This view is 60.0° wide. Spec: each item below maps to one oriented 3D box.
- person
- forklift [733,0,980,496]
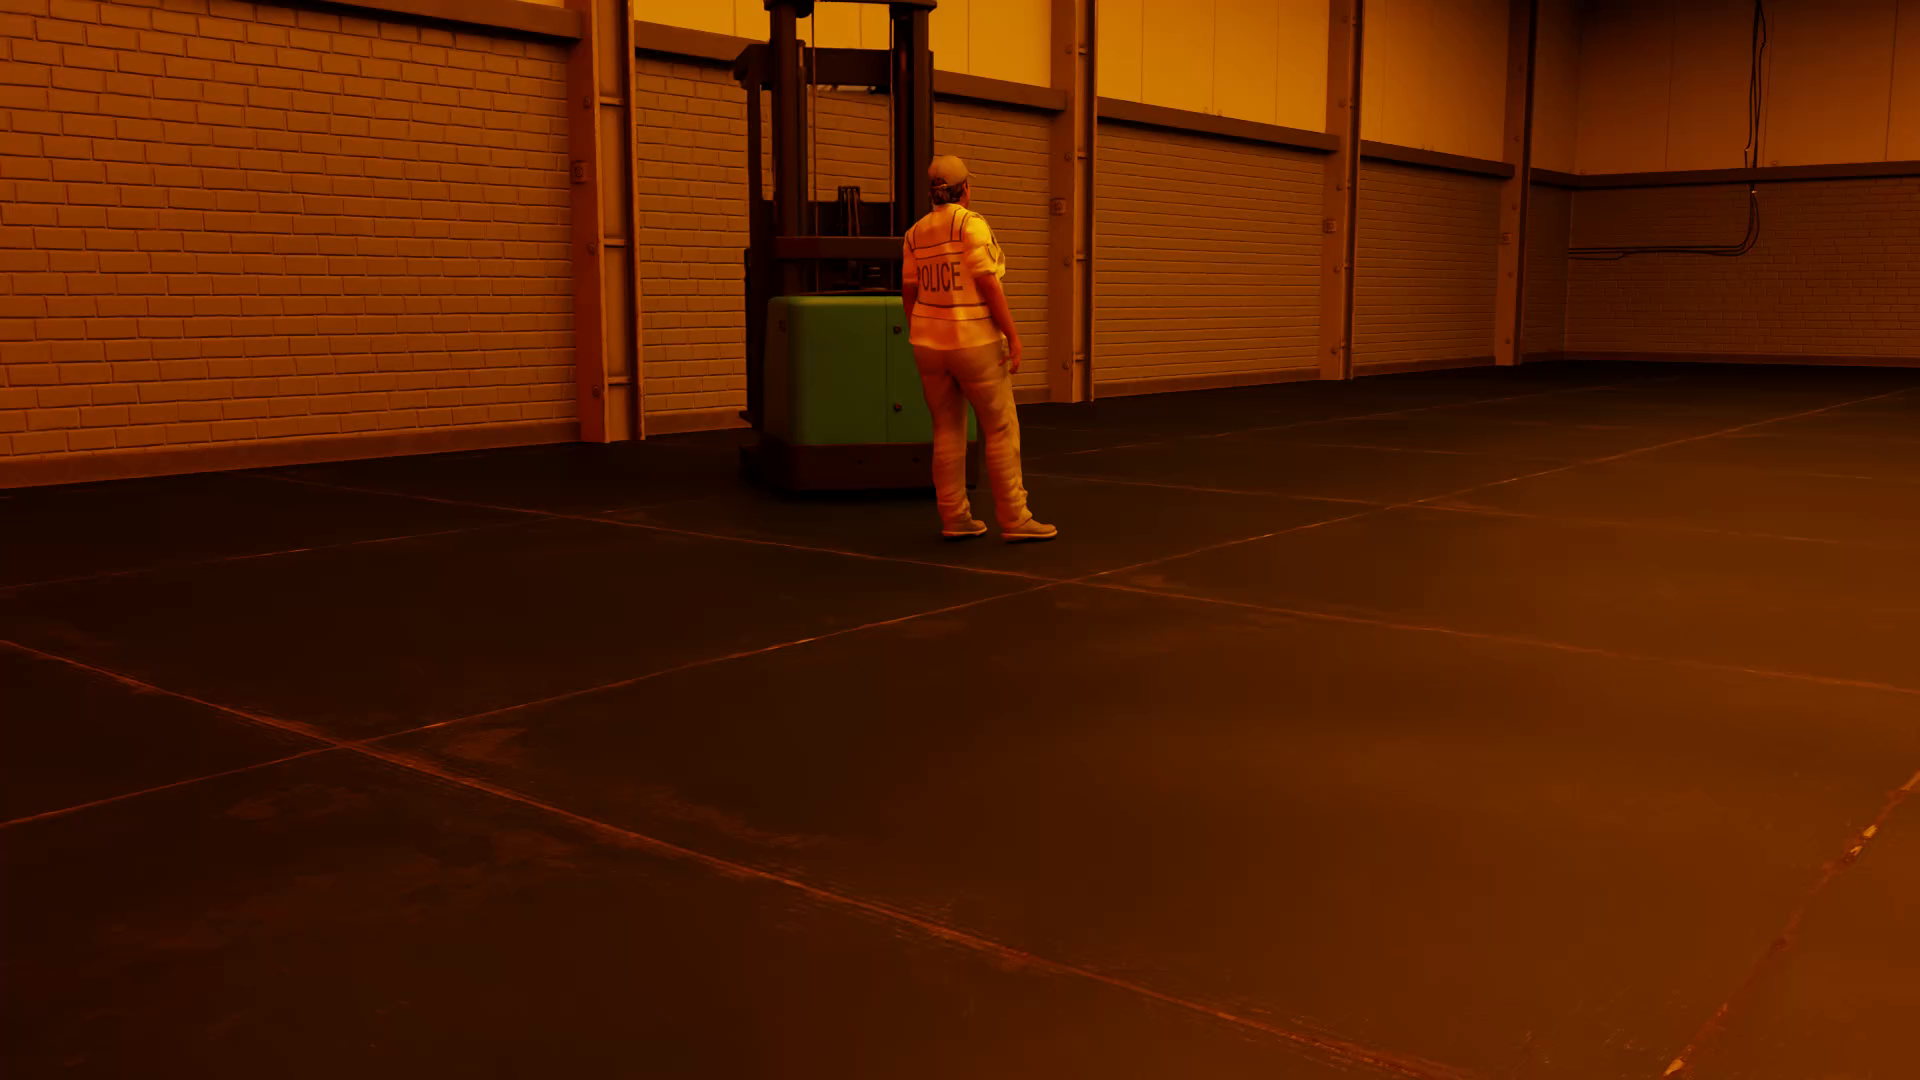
[{"bbox_3d":[0.066,-0.838,7.328,0.598,1.670,0.529,7,11,38],"label":"person"},{"bbox_3d":[-0.753,-1.863,10.013,1.130,2.935,3.031,-2,9,-14],"label":"forklift"}]
